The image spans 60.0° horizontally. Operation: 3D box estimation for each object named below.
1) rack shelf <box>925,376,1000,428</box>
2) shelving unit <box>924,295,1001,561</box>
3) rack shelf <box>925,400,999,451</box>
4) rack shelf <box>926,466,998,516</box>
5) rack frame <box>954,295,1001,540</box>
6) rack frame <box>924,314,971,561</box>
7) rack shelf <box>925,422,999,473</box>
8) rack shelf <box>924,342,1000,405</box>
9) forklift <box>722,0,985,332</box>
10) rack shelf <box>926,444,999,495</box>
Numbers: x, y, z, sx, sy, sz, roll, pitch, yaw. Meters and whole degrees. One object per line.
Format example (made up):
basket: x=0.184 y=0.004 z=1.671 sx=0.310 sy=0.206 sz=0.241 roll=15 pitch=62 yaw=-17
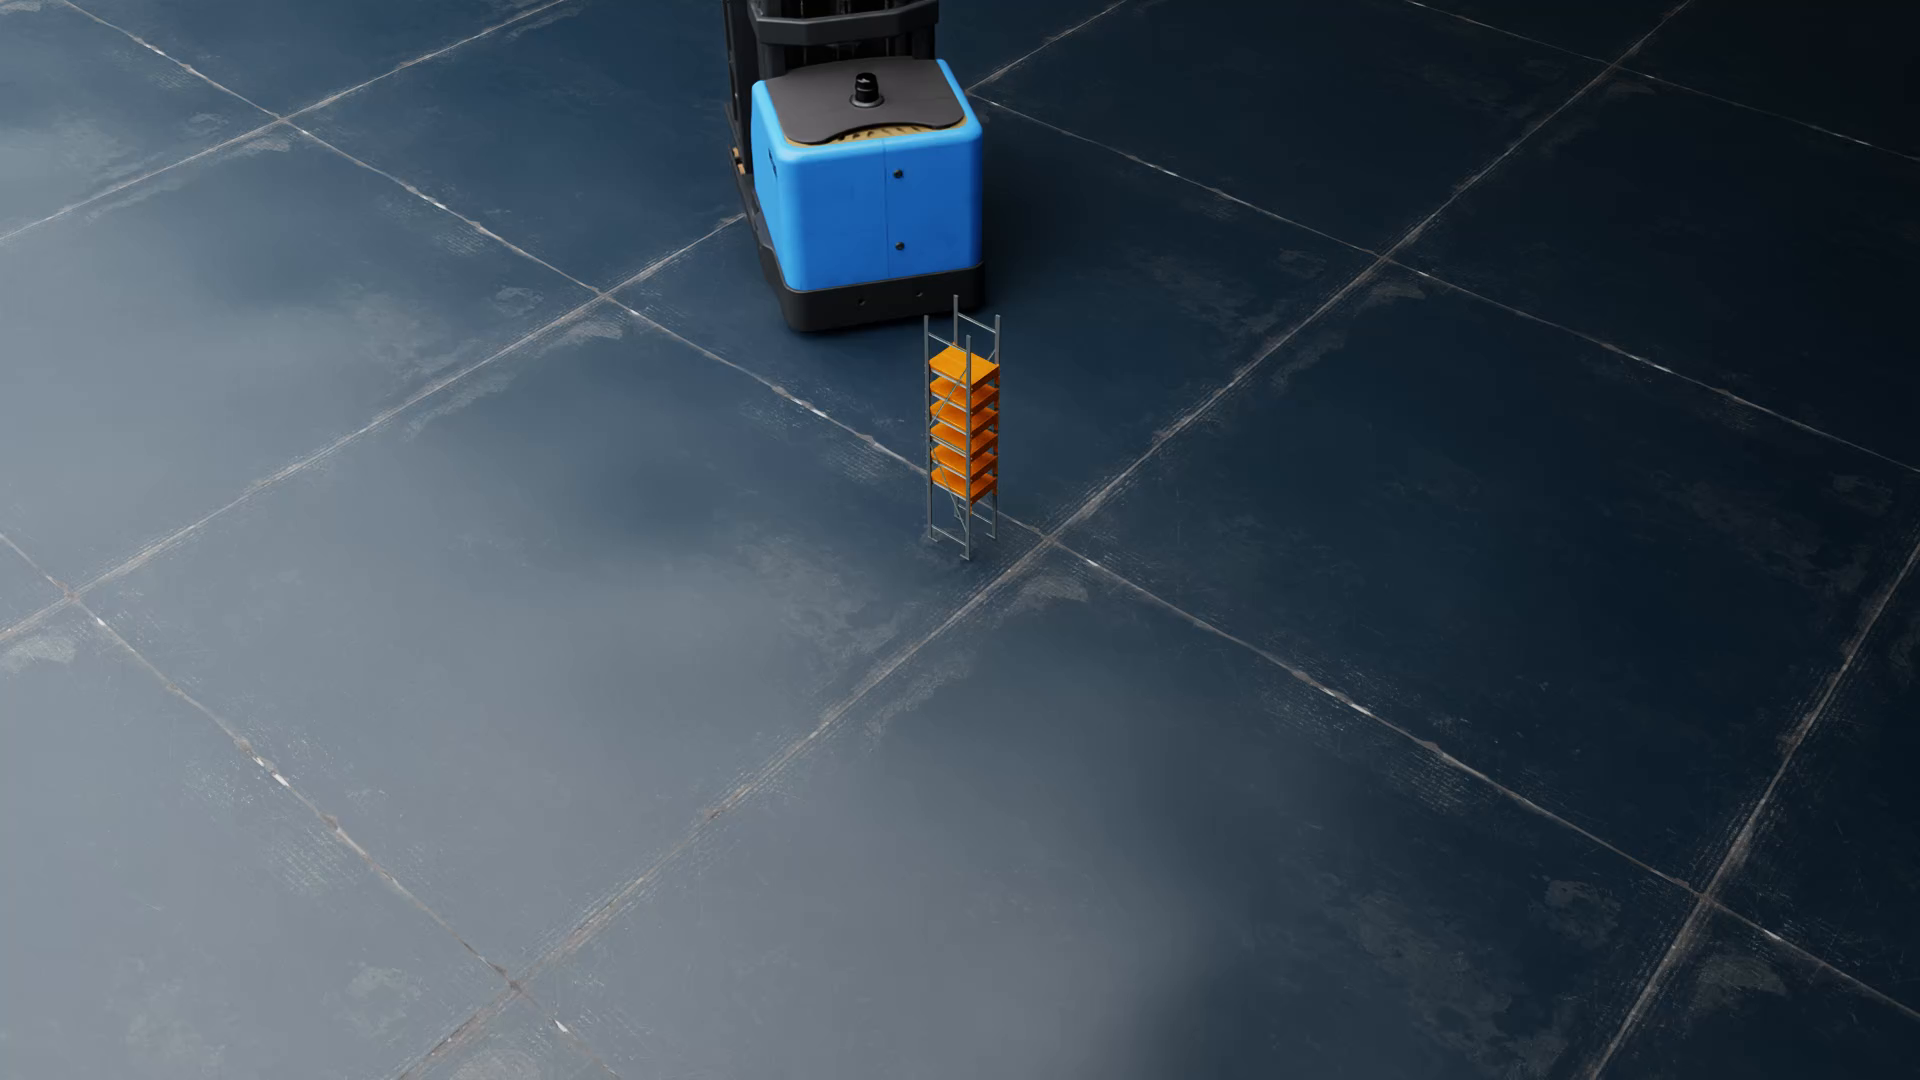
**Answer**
rack shelf: x=0.009 y=-0.596 z=6.905 sx=0.258 sy=0.103 sz=0.180 roll=29 pitch=50 yaw=28
shelving unit: x=0.009 y=-0.451 z=7.037 sx=0.258 sy=1.200 sz=0.189 roll=29 pitch=50 yaw=28
rack shelf: x=0.009 y=-0.507 z=6.986 sx=0.258 sy=0.103 sz=0.180 roll=29 pitch=50 yaw=28
rack shelf: x=0.009 y=-0.241 z=7.228 sx=0.258 sy=0.103 sz=0.180 roll=29 pitch=50 yaw=28
rack frame: x=0.068 y=-0.498 z=7.089 sx=0.240 sy=1.200 sz=0.006 roll=29 pitch=50 yaw=28
rack frame: x=-0.050 y=-0.404 z=6.985 sx=0.240 sy=1.200 sz=0.006 roll=29 pitch=50 yaw=28
rack shelf: x=0.009 y=-0.419 z=7.067 sx=0.258 sy=0.103 sz=0.180 roll=29 pitch=50 yaw=28
rack shelf: x=0.009 y=-0.685 z=6.825 sx=0.258 sy=0.103 sz=0.180 roll=29 pitch=50 yaw=28
forklift: x=-0.736 y=-3.154 z=8.723 sx=1.130 sy=2.935 sz=3.031 roll=-10 pitch=43 yaw=-11
rack shelf: x=0.009 y=-0.330 z=7.147 sx=0.258 sy=0.103 sz=0.180 roll=29 pitch=50 yaw=28
